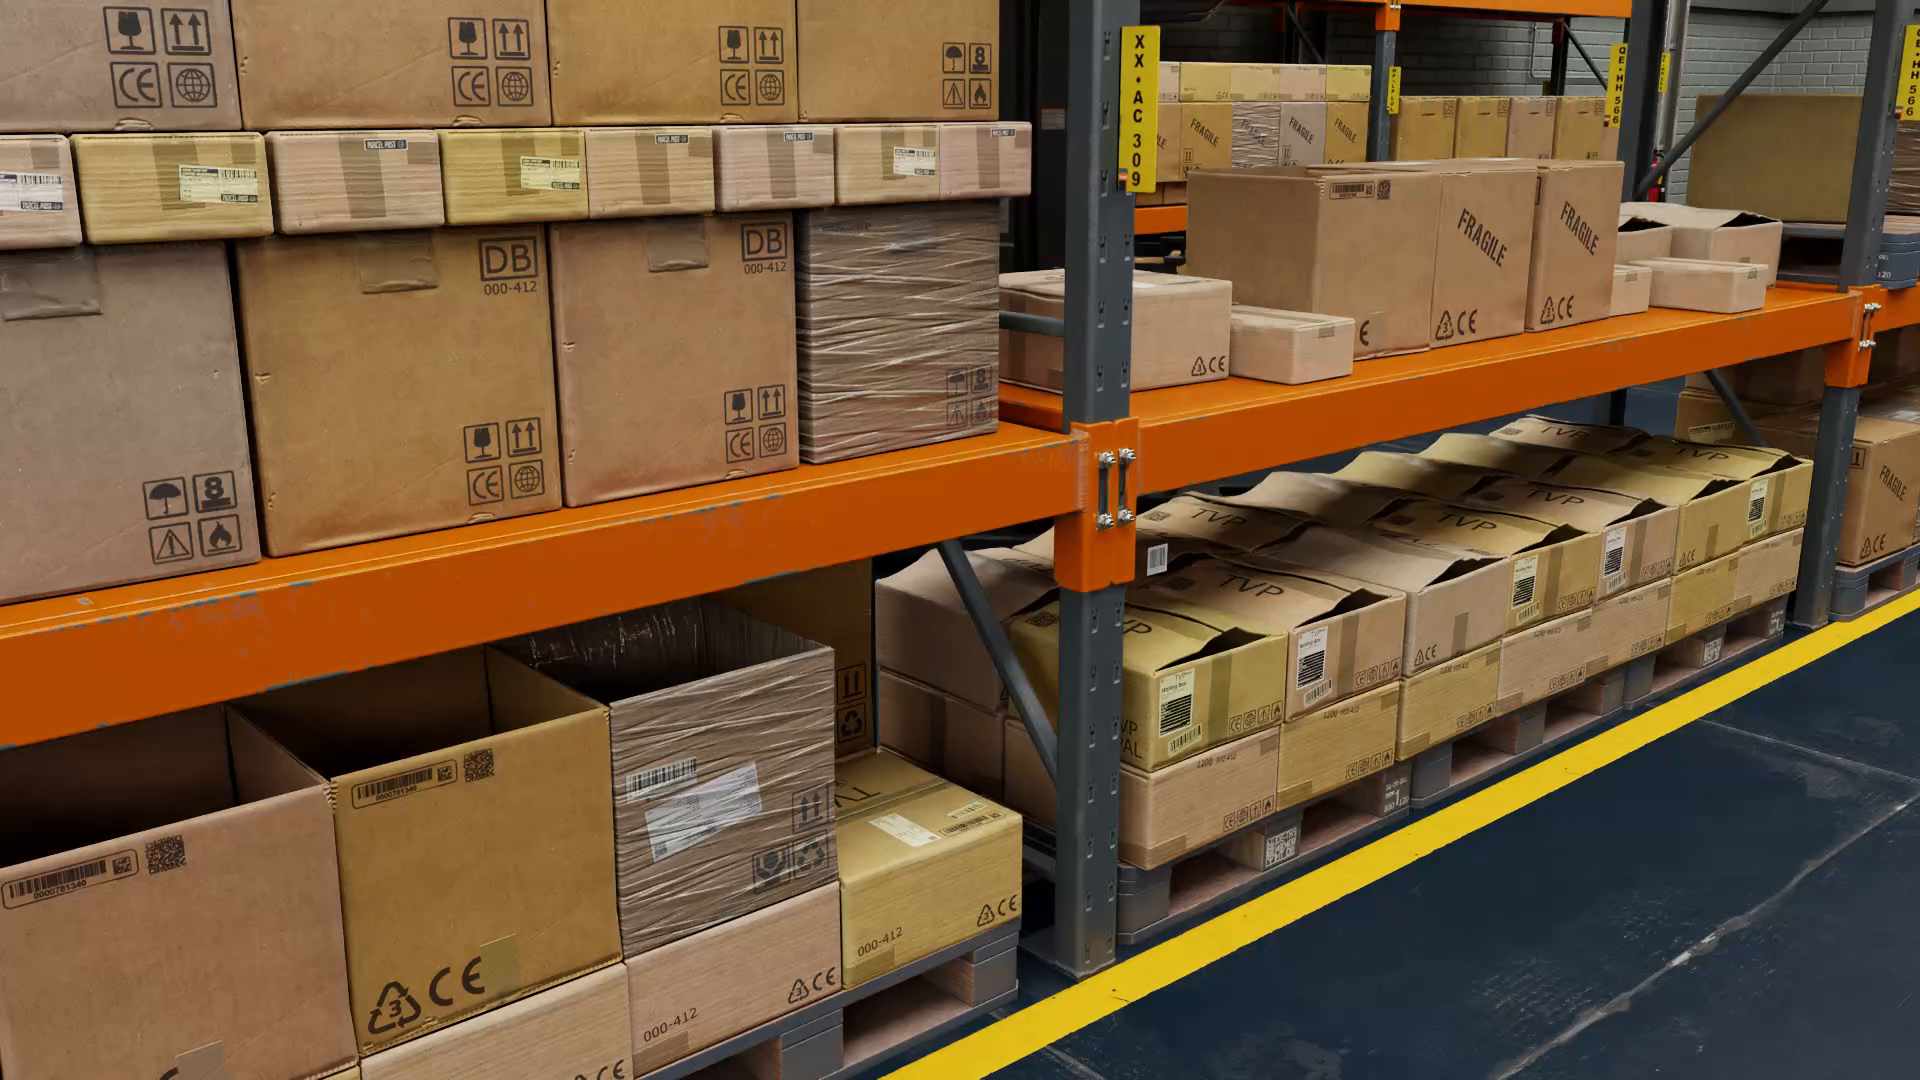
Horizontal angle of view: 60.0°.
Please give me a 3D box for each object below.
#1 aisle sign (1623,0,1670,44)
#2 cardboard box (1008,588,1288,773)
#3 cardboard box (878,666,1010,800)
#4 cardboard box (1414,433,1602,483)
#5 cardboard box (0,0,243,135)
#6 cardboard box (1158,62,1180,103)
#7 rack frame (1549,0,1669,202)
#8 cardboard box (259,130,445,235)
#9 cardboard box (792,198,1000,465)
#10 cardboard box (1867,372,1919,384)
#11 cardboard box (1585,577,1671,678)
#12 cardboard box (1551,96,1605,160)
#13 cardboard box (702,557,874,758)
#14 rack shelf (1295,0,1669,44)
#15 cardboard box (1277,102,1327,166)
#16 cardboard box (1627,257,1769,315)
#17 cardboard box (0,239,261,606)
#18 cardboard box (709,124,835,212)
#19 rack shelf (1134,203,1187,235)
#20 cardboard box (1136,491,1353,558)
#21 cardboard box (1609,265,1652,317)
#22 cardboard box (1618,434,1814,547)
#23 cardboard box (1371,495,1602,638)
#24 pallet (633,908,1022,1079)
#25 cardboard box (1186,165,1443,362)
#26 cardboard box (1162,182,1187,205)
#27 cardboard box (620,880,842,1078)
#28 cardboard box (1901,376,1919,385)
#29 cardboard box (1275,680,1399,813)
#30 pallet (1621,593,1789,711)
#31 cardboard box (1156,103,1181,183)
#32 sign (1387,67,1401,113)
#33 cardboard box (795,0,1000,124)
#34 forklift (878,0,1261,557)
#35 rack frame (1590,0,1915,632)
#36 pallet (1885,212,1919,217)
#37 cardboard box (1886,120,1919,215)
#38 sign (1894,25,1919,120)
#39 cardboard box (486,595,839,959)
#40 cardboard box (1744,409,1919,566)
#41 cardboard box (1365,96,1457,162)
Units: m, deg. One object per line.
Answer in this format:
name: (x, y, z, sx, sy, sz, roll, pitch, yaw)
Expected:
aisle sign: (6.046, -4.730, 14.607, 0.004, 0.787, 0.394, -13, 19, -39)
cardboard box: (0.472, 0.310, 4.206, 0.500, 0.311, 0.500, -13, 19, -39)
cardboard box: (0.120, 0.475, 4.672, 0.500, 0.250, 0.500, -13, 20, -40)
cardboard box: (2.036, -0.224, 6.205, 0.500, 0.311, 0.500, -13, 20, -41)
cardboard box: (-1.469, -0.867, 2.476, 0.500, 0.500, 0.700, -13, 19, -39)
cardboard box: (1.051, -2.932, 10.653, 0.500, 0.250, 0.500, -12, 19, -39)
rack frame: (5.795, -3.520, 15.116, 0.127, 3.000, 1.000, -13, 19, -39)
cardboard box: (-1.026, -0.583, 2.668, 0.250, 0.149, 0.380, -12, 19, -38)
cardboard box: (-0.334, -0.495, 3.598, 0.500, 0.500, 0.700, -13, 20, -41)
cardboard box: (4.348, -0.588, 8.129, 0.500, 0.500, 0.500, -14, 20, -41)
cardboard box: (2.010, 0.234, 5.577, 0.500, 0.250, 0.500, -12, 19, -38)
cardboard box: (4.875, -3.451, 14.277, 0.700, 0.700, 0.980, -13, 20, -40)
cardboard box: (-0.558, 0.257, 4.035, 0.500, 0.500, 0.500, -13, 19, -39)
rack shelf: (4.286, -4.283, 13.553, 4.000, 0.370, 1.077, -13, 19, -39)
cardboard box: (2.216, -2.829, 11.718, 0.500, 0.500, 0.500, -12, 19, -39)
cardboard box: (2.517, -0.874, 5.695, 0.250, 0.149, 0.380, -13, 19, -39)
cardboard box: (-1.494, -0.234, 2.618, 0.500, 0.500, 0.700, -12, 19, -38)
cardboard box: (-0.451, -0.711, 3.149, 0.250, 0.149, 0.380, -13, 20, -41)
rack shelf: (1.269, -2.156, 11.403, 4.000, 0.370, 1.077, -13, 19, -39)
cardboard box: (0.881, 0.033, 5.241, 0.500, 0.311, 0.500, -13, 20, -40)
cardboard box: (2.089, -0.853, 5.617, 0.250, 0.149, 0.380, -11, 18, -35)
cardboard box: (2.781, -0.210, 6.151, 0.500, 0.311, 0.500, -12, 19, -38)
cardboard box: (1.631, 0.049, 5.182, 0.500, 0.311, 0.500, -12, 19, -38)
pallet: (-0.630, 0.950, 3.783, 1.213, 0.211, 1.003, -13, 19, -39)
cardboard box: (0.984, -0.788, 4.694, 0.500, 0.500, 0.500, -11, 18, -35)
cardboard box: (1.310, -2.326, 11.093, 0.250, 0.149, 0.380, -13, 19, -39)
cardboard box: (-0.593, 0.806, 3.435, 0.500, 0.250, 0.500, -13, 19, -39)
cardboard box: (4.709, -0.491, 7.766, 0.500, 0.500, 0.500, -14, 20, -41)
cardboard box: (0.850, 0.496, 4.596, 0.500, 0.250, 0.500, -12, 19, -38)
pallet: (2.368, 0.278, 6.300, 1.213, 0.211, 1.003, -13, 19, -39)
cardboard box: (1.071, -2.570, 10.749, 0.500, 0.500, 0.500, -13, 20, -40)
sign: (3.141, -3.260, 12.050, 0.005, 0.325, 0.100, -13, 19, -39)
cardboard box: (-0.334, -1.122, 3.431, 0.500, 0.500, 0.700, -13, 19, -39)
forklift: (0.682, -1.395, 7.291, 3.031, 2.935, 1.130, 2, 15, 6)
rack frame: (3.015, -1.201, 6.434, 0.127, 3.000, 1.000, -13, 19, -39)
pallet: (4.479, -1.439, 7.696, 1.213, 0.211, 1.003, -13, 19, -39)
cardboard box: (4.231, -1.699, 7.289, 0.500, 0.500, 0.700, -9, 17, -29)
sign: (3.381, -1.653, 5.882, 0.005, 0.325, 0.100, -13, 19, -39)
cardboard box: (-0.594, 0.443, 3.339, 0.500, 0.500, 0.500, -13, 19, -39)
cardboard box: (3.545, -0.227, 6.780, 0.500, 0.500, 0.500, -12, 19, -37)
cardboard box: (3.197, -3.076, 12.872, 0.700, 0.700, 0.980, -12, 19, -39)
